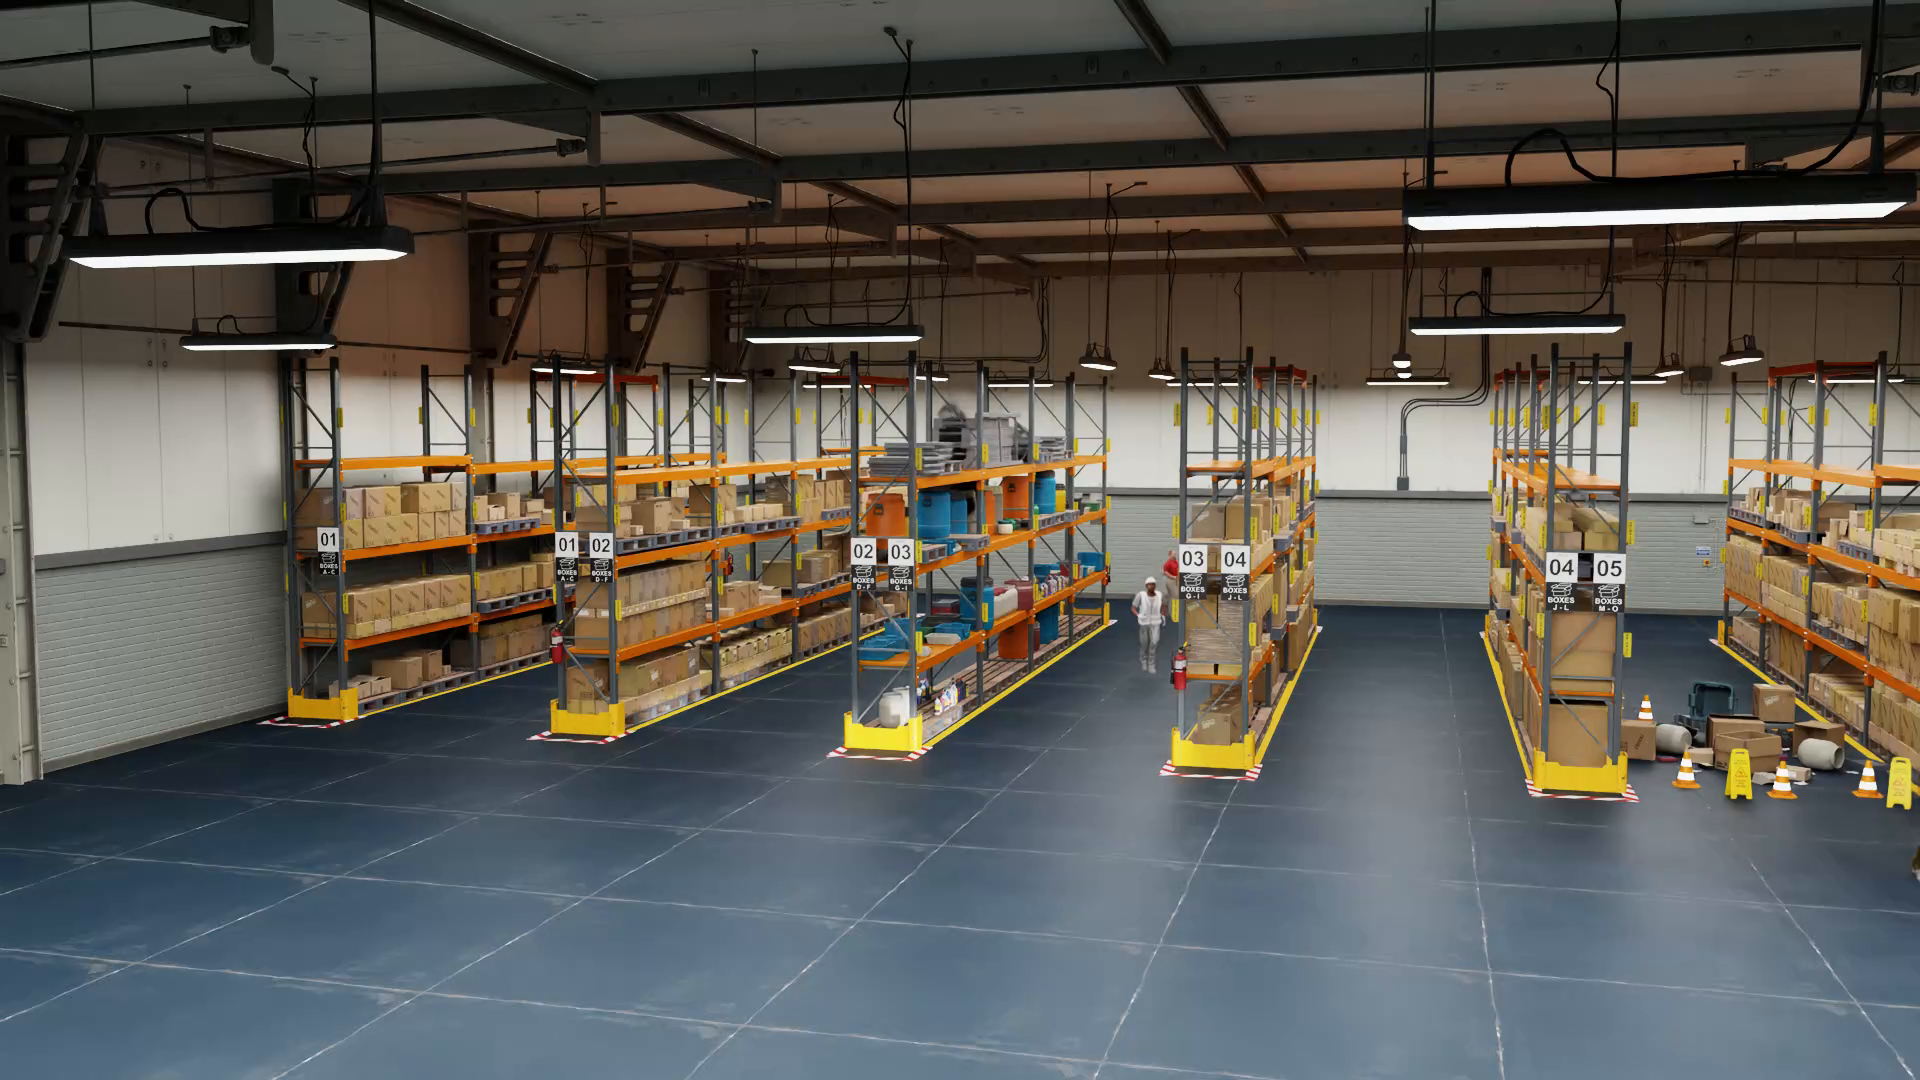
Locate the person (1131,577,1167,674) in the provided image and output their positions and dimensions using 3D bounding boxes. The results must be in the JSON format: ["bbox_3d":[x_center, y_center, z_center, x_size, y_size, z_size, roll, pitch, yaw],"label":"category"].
[{"bbox_3d":[3.526,1.592,30.988,0.669,1.800,0.835,0,4,0],"label":"person"}]

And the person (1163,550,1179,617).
[{"bbox_3d":[5.380,1.095,41.932,0.572,1.683,0.647,3,5,36],"label":"person"}]

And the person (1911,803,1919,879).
[{"bbox_3d":[10.610,2.894,17.784,0.742,1.600,0.943,-1,4,-13],"label":"person"}]
